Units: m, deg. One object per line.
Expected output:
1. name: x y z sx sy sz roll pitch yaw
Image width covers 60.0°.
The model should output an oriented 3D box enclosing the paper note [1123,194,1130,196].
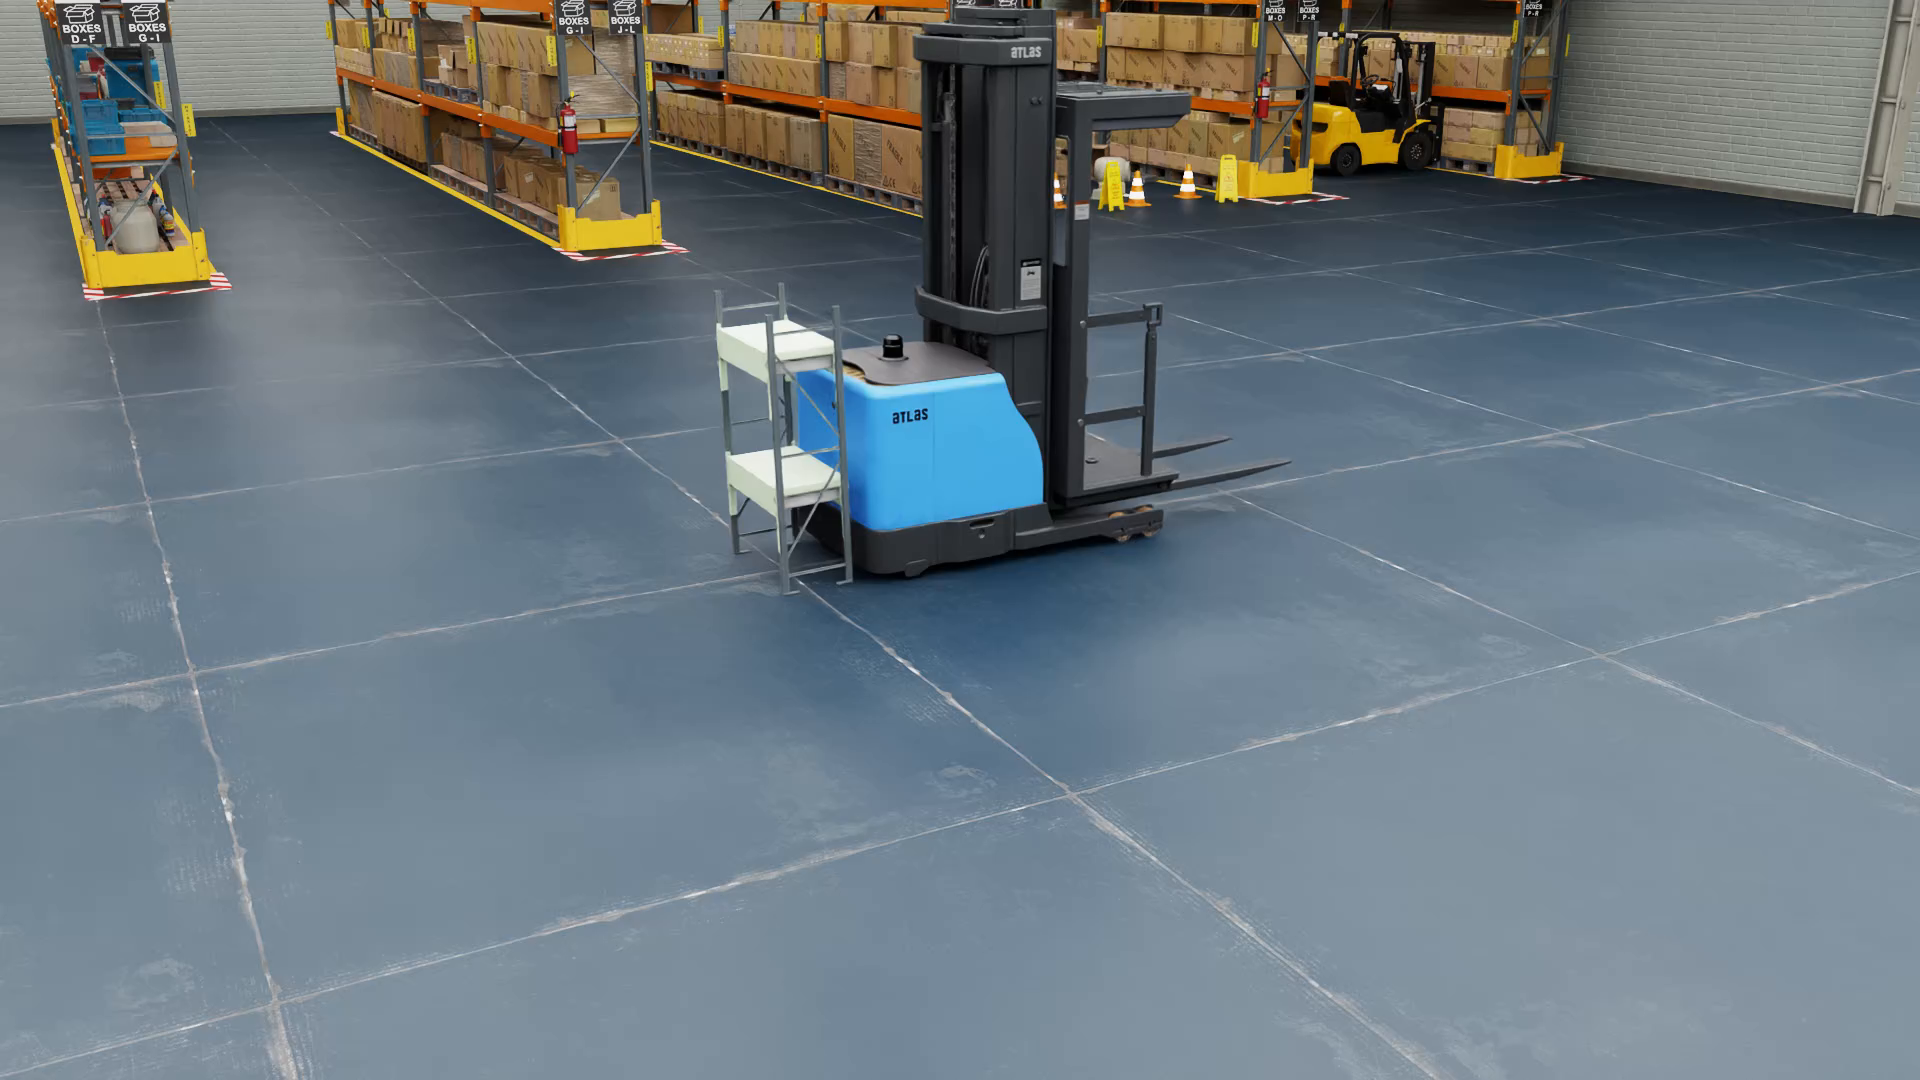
1. paper note: 2.416 -4.990 24.045 0.142 0.019 0.148 16 25 39

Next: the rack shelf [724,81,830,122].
1. rack shelf: -2.541 -7.017 26.470 1.077 0.370 4.000 -10 21 -27

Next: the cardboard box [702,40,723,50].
1. cardboard box: -4.127 -8.362 28.094 0.380 0.149 0.250 -11 22 -29

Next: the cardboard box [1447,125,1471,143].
1. cardboard box: 8.248 -6.572 26.884 0.500 0.250 0.500 -10 22 -27

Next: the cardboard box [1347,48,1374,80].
1. cardboard box: 7.065 -8.228 28.724 0.500 0.500 0.500 -11 22 -28

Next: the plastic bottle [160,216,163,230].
1. plastic bottle: -9.308 -3.737 19.479 0.097 0.201 0.097 0 19 0

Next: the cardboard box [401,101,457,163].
1. cardboard box: -8.213 -6.587 26.736 1.225 0.875 0.875 -11 22 -29

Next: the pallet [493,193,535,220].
1. pallet: -5.654 -4.538 22.459 1.003 0.211 1.213 -10 21 -27

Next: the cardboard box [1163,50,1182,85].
1. cardboard box: 3.424 -7.168 25.197 0.500 0.500 0.500 -10 21 -26

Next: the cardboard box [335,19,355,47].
1. cardboard box: -11.475 -9.589 31.447 0.500 0.500 0.500 -11 22 -28

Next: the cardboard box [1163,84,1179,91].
1. cardboard box: 3.328 -6.883 25.365 0.380 0.149 0.250 -10 21 -27

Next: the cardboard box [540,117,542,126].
1. cardboard box: -4.891 -5.114 20.239 0.380 0.149 0.250 -10 21 -27

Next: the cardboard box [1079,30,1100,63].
1. cardboard box: 2.296 -8.062 27.143 0.500 0.500 0.500 -10 22 -28

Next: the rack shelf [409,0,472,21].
1. rack shelf: -6.954 -7.695 23.839 1.077 0.370 4.000 -10 21 -27

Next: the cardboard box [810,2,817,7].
1. cardboard box: -3.056 -11.705 36.274 0.380 0.149 0.250 -9 21 -26

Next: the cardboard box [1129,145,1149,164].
1. cardboard box: 3.023 -6.114 26.324 0.500 0.250 0.500 -9 21 -24

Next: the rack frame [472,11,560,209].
1. rack frame: -6.004 -6.043 22.547 1.000 3.000 0.127 -10 21 -27

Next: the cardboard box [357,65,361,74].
1. cardboard box: -10.725 -8.553 30.206 0.380 0.149 0.250 -10 21 -26

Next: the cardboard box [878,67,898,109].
1. cardboard box: -0.632 -6.285 23.018 0.875 0.550 0.500 -10 21 -27

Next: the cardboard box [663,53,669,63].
1. cardboard box: -5.116 -8.678 29.924 0.380 0.149 0.250 -11 22 -29

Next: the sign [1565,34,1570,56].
1. sign: 9.474 -7.731 25.989 0.100 0.325 0.005 -10 21 -27

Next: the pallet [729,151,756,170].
1. pallet: -3.183 -6.375 27.782 1.003 0.211 1.213 -10 21 -27

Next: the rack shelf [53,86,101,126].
1. rack shelf: -13.212 -6.659 25.432 1.077 0.370 4.000 -10 21 -27

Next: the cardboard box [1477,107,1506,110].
1. cardboard box: 8.681 -6.882 27.015 0.500 0.250 0.500 -10 21 -27

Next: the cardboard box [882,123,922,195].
1. cardboard box: -0.492 -5.265 22.905 0.875 0.875 0.875 -10 22 -28

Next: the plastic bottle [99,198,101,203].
1. plastic bottle: -10.327 -3.969 20.025 0.061 0.283 0.133 -10 21 -27

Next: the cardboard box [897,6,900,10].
1. cardboard box: -1.139 -10.903 33.951 0.380 0.149 0.250 -10 21 -26

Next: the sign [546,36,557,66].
1. sign: -4.603 -5.512 18.746 0.100 0.325 0.005 -10 21 -27

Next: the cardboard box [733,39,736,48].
1. cardboard box: -3.670 -8.531 28.586 0.380 0.149 0.250 -11 22 -28

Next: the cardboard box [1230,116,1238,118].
1. cardboard box: 3.982 -6.259 25.594 0.500 0.500 0.500 -10 21 -26

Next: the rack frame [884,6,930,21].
1. rack frame: -1.082 -9.875 33.651 1.000 3.000 0.127 -10 21 -27

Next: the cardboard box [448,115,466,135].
1. cardboard box: -7.559 -6.385 25.544 0.500 0.250 0.500 -9 21 -24

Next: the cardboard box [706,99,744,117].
1. cardboard box: -4.046 -7.458 28.685 0.500 0.250 0.500 -11 22 -28

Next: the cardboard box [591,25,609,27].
1. cardboard box: -4.596 -6.044 20.406 0.500 0.500 0.500 -10 21 -27

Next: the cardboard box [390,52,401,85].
1. cardboard box: -9.078 -7.781 27.429 0.500 0.500 0.500 -10 21 -26

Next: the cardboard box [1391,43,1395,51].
1. cardboard box: 7.451 -8.268 27.845 0.380 0.149 0.250 -10 22 -27

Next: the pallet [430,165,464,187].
1. pallet: -7.534 -5.649 25.679 1.003 0.211 1.213 -10 21 -27

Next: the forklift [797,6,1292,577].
1. forklift: 0.600 -1.517 9.535 3.031 2.935 1.130 -11 22 -28

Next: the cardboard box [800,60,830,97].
1. cardboard box: -2.074 -6.938 24.987 0.500 0.500 0.500 -10 21 -27

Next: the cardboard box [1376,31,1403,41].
1. cardboard box: 7.307 -8.573 28.272 0.380 0.149 0.250 -10 22 -28

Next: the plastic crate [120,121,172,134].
1. plastic crate: -9.369 -4.725 19.129 0.530 0.136 0.437 -10 21 -27

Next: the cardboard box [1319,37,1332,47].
1. cardboard box: 6.588 -8.837 29.496 0.380 0.149 0.250 -10 22 -27

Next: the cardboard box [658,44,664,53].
1. cardboard box: -5.236 -8.893 30.089 0.380 0.149 0.250 -11 22 -29

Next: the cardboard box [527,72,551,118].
1. cardboard box: -4.685 -5.370 19.986 0.875 0.500 0.500 -10 21 -27

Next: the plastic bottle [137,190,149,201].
1. plastic bottle: -9.931 -4.069 20.213 0.144 0.351 0.185 -10 21 -27

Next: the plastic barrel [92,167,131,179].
1. plastic barrel: -12.510 -5.735 24.336 0.600 0.830 0.708 -10 21 -27

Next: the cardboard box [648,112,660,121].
1. cardboard box: -5.819 -8.112 31.812 0.380 0.149 0.250 -10 21 -26

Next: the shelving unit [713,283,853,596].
1. shelving unit: -0.947 -0.554 8.920 0.431 1.500 0.755 -11 22 -26

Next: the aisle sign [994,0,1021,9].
1. aisle sign: 0.606 -6.889 21.013 0.394 0.787 0.004 -10 21 -27

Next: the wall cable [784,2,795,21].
1. wall cable: -4.437 -13.342 42.139 0.588 1.984 0.122 -10 21 -27

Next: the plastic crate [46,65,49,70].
1. plastic crate: -16.155 -8.398 29.683 0.250 0.136 0.298 -10 21 -27

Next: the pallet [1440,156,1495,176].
1. pallet: 8.583 -6.095 26.971 1.003 0.211 1.213 -10 21 -27

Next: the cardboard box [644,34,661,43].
1. cardboard box: -5.608 -9.256 30.686 0.380 0.149 0.250 -9 21 -24

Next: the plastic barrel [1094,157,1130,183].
1. plastic barrel: 2.303 -5.571 25.127 0.512 0.421 0.421 4 19 11
